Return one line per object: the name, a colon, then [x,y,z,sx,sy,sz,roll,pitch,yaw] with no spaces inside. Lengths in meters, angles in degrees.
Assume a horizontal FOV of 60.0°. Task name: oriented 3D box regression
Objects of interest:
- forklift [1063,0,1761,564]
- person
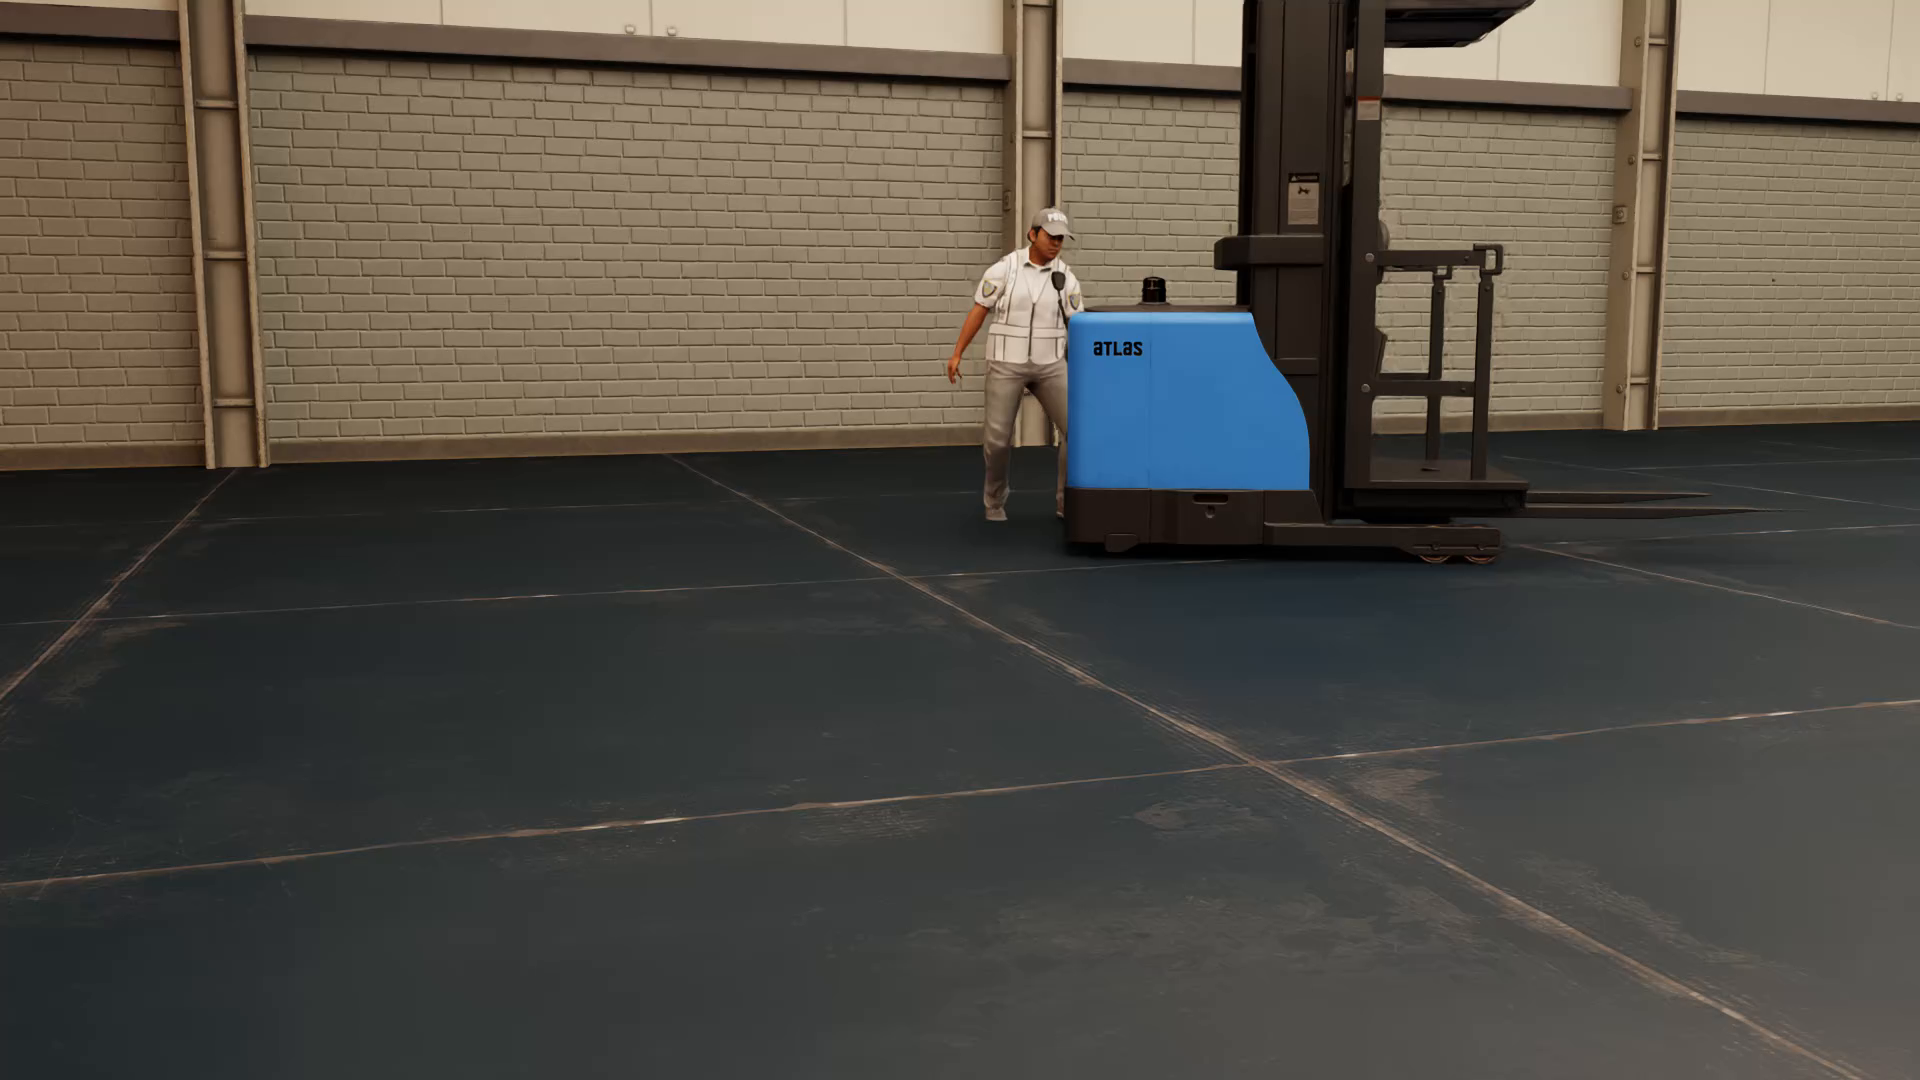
forklift: [2.005,-1.424,7.518,3.031,2.935,1.130,1,8,5]
person: [0.355,-0.872,8.599,0.839,1.651,0.498,0,8,-2]
